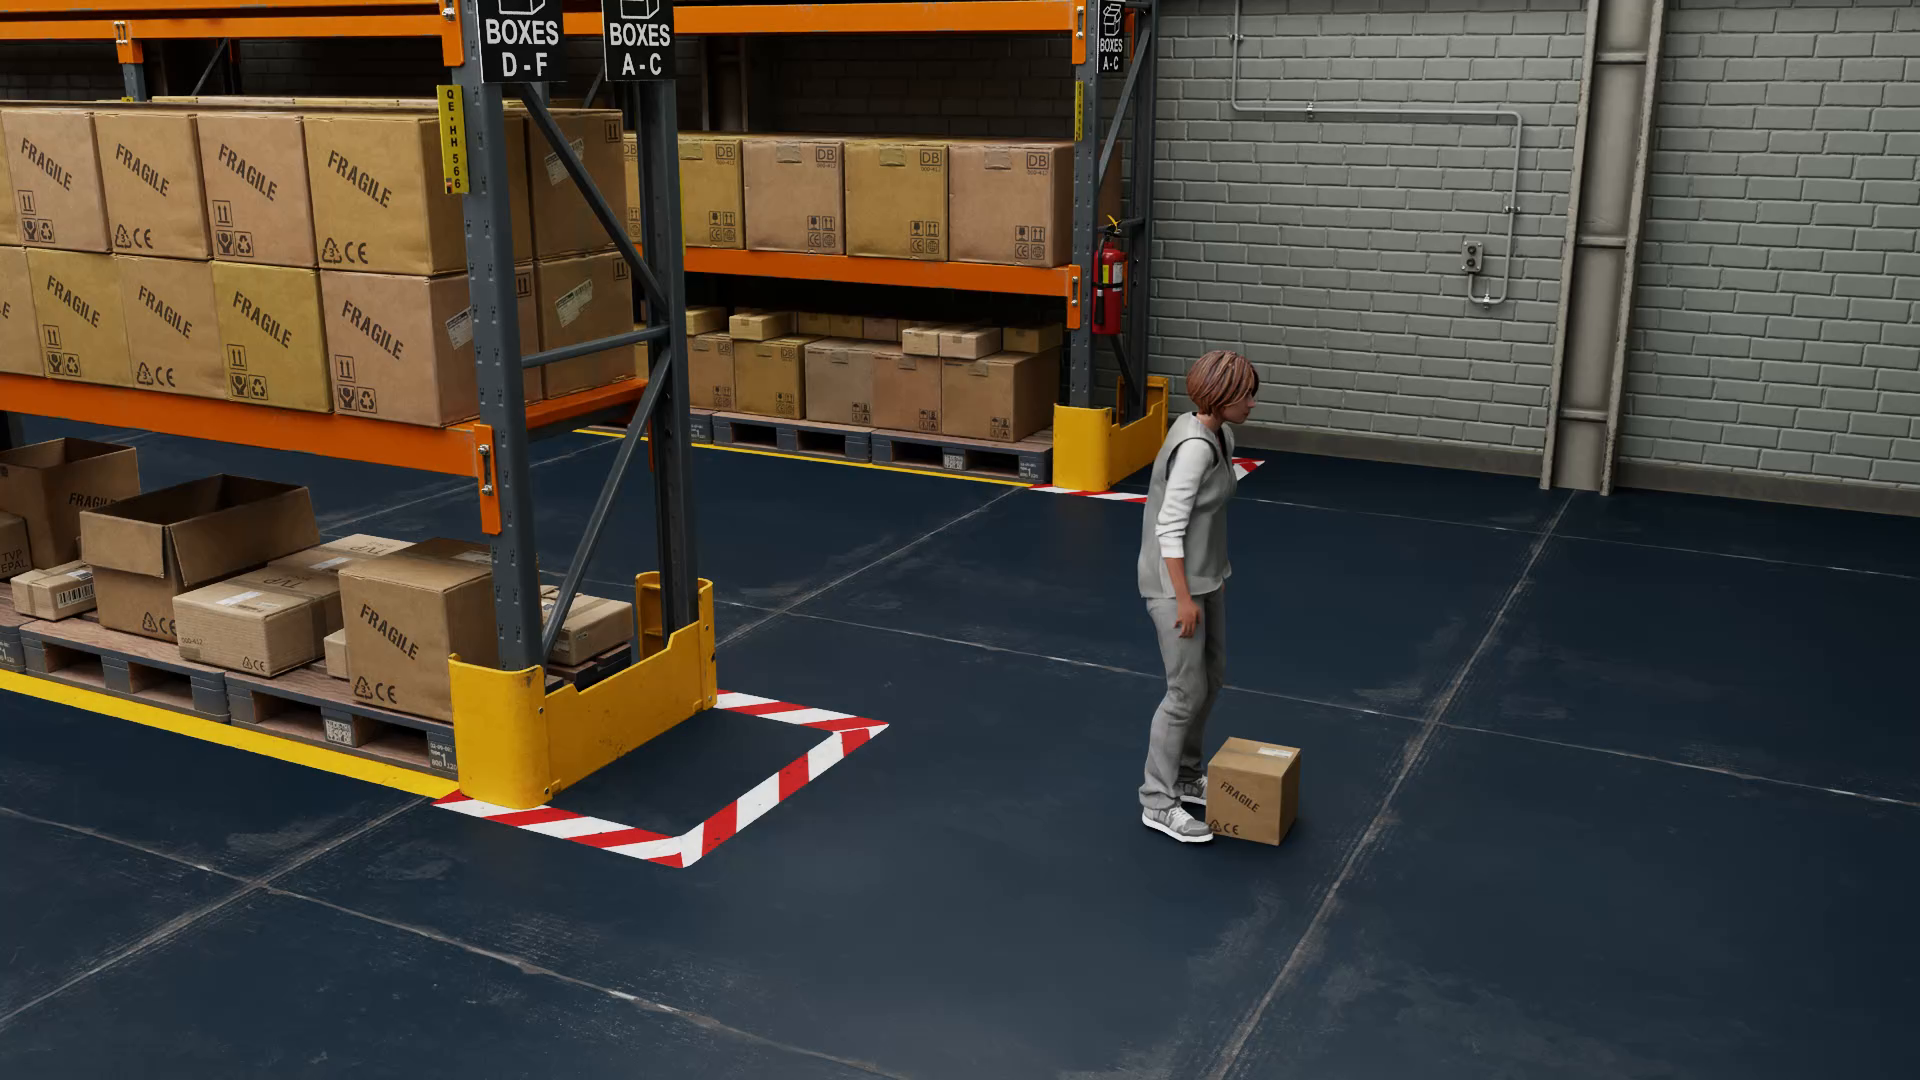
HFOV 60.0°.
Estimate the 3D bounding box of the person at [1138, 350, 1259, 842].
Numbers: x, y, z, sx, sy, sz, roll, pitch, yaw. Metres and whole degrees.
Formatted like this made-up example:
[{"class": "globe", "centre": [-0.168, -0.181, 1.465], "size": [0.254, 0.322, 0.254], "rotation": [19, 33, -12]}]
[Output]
[{"class": "person", "centre": [0.767, 0.166, 5.477], "size": [0.347, 1.591, 0.482], "rotation": [7, 17, 22]}]
